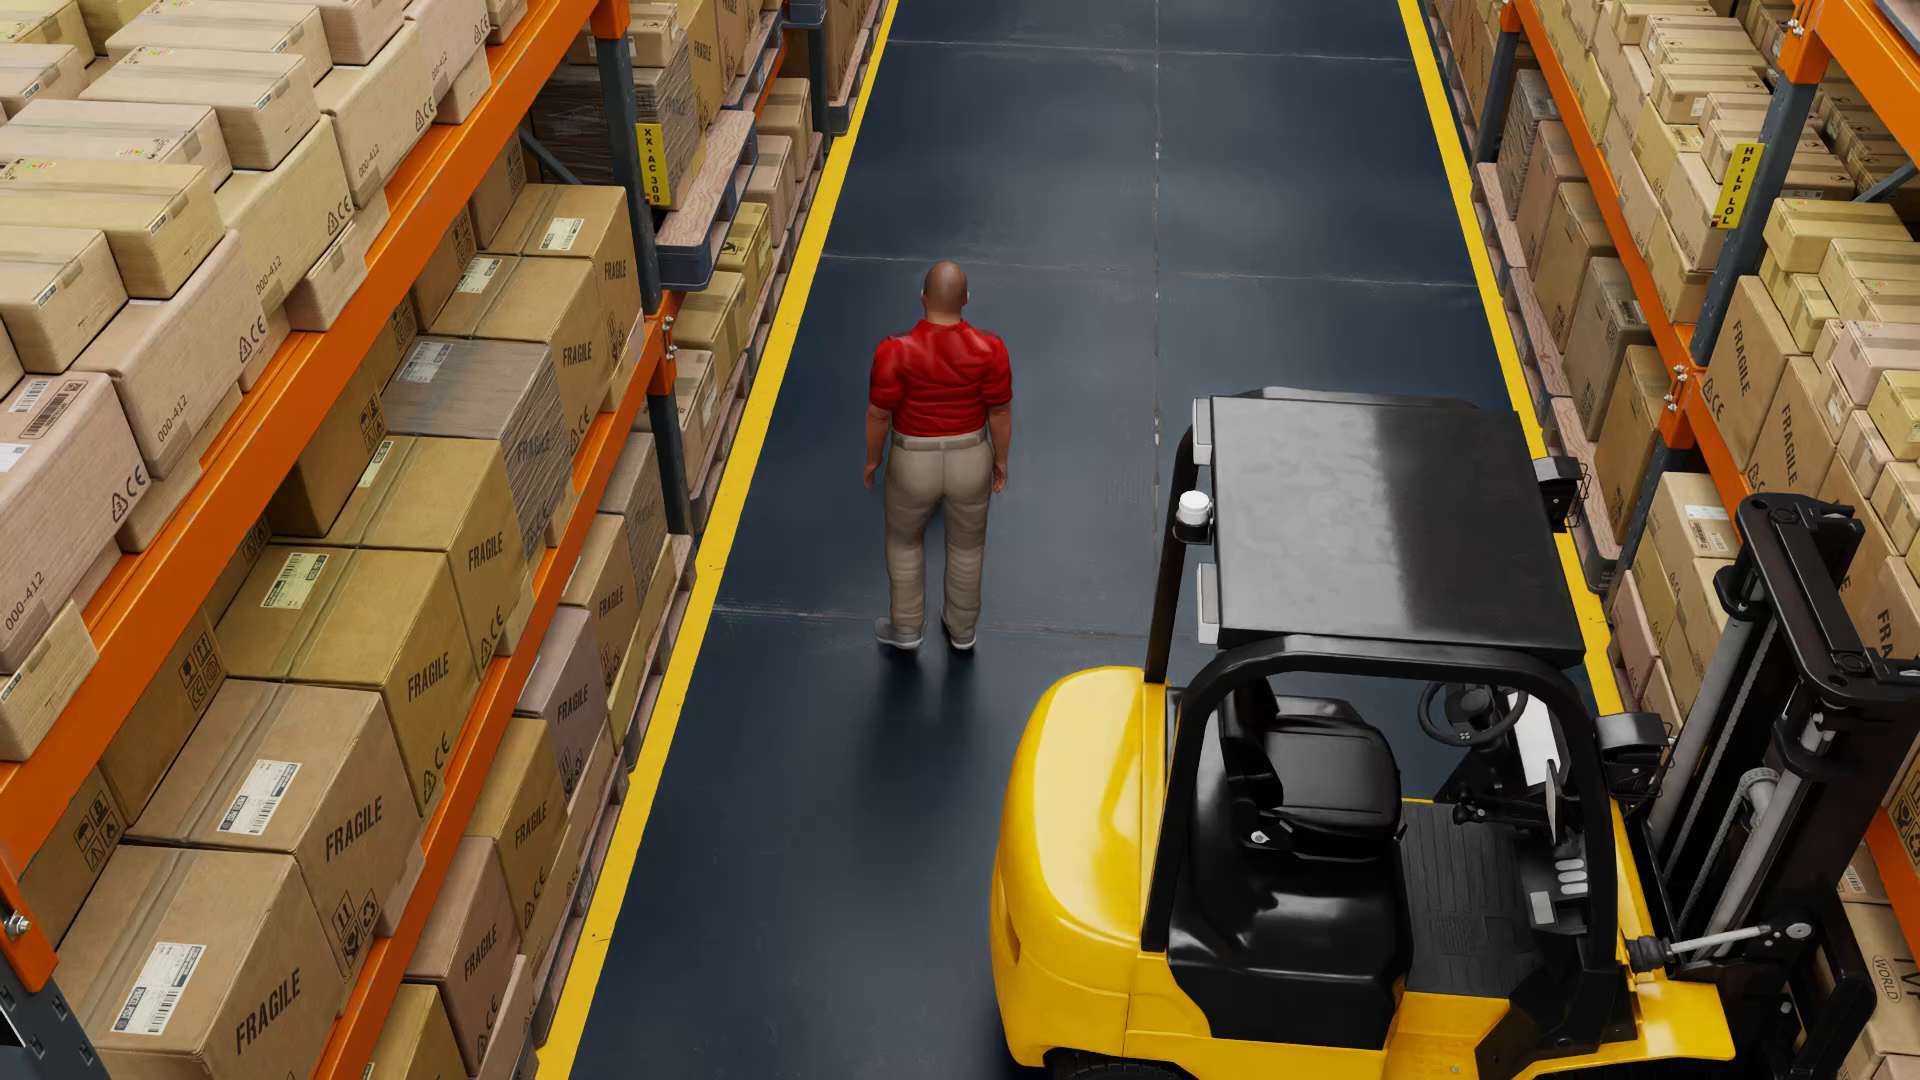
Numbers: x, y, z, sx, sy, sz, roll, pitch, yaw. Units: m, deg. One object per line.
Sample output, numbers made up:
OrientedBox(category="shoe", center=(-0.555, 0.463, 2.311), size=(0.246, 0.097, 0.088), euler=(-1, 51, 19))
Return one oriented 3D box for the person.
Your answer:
OrientedBox(category="person", center=(-0.090, -0.278, 6.520), size=(0.581, 1.787, 0.378), euler=(-4, 40, -5))
